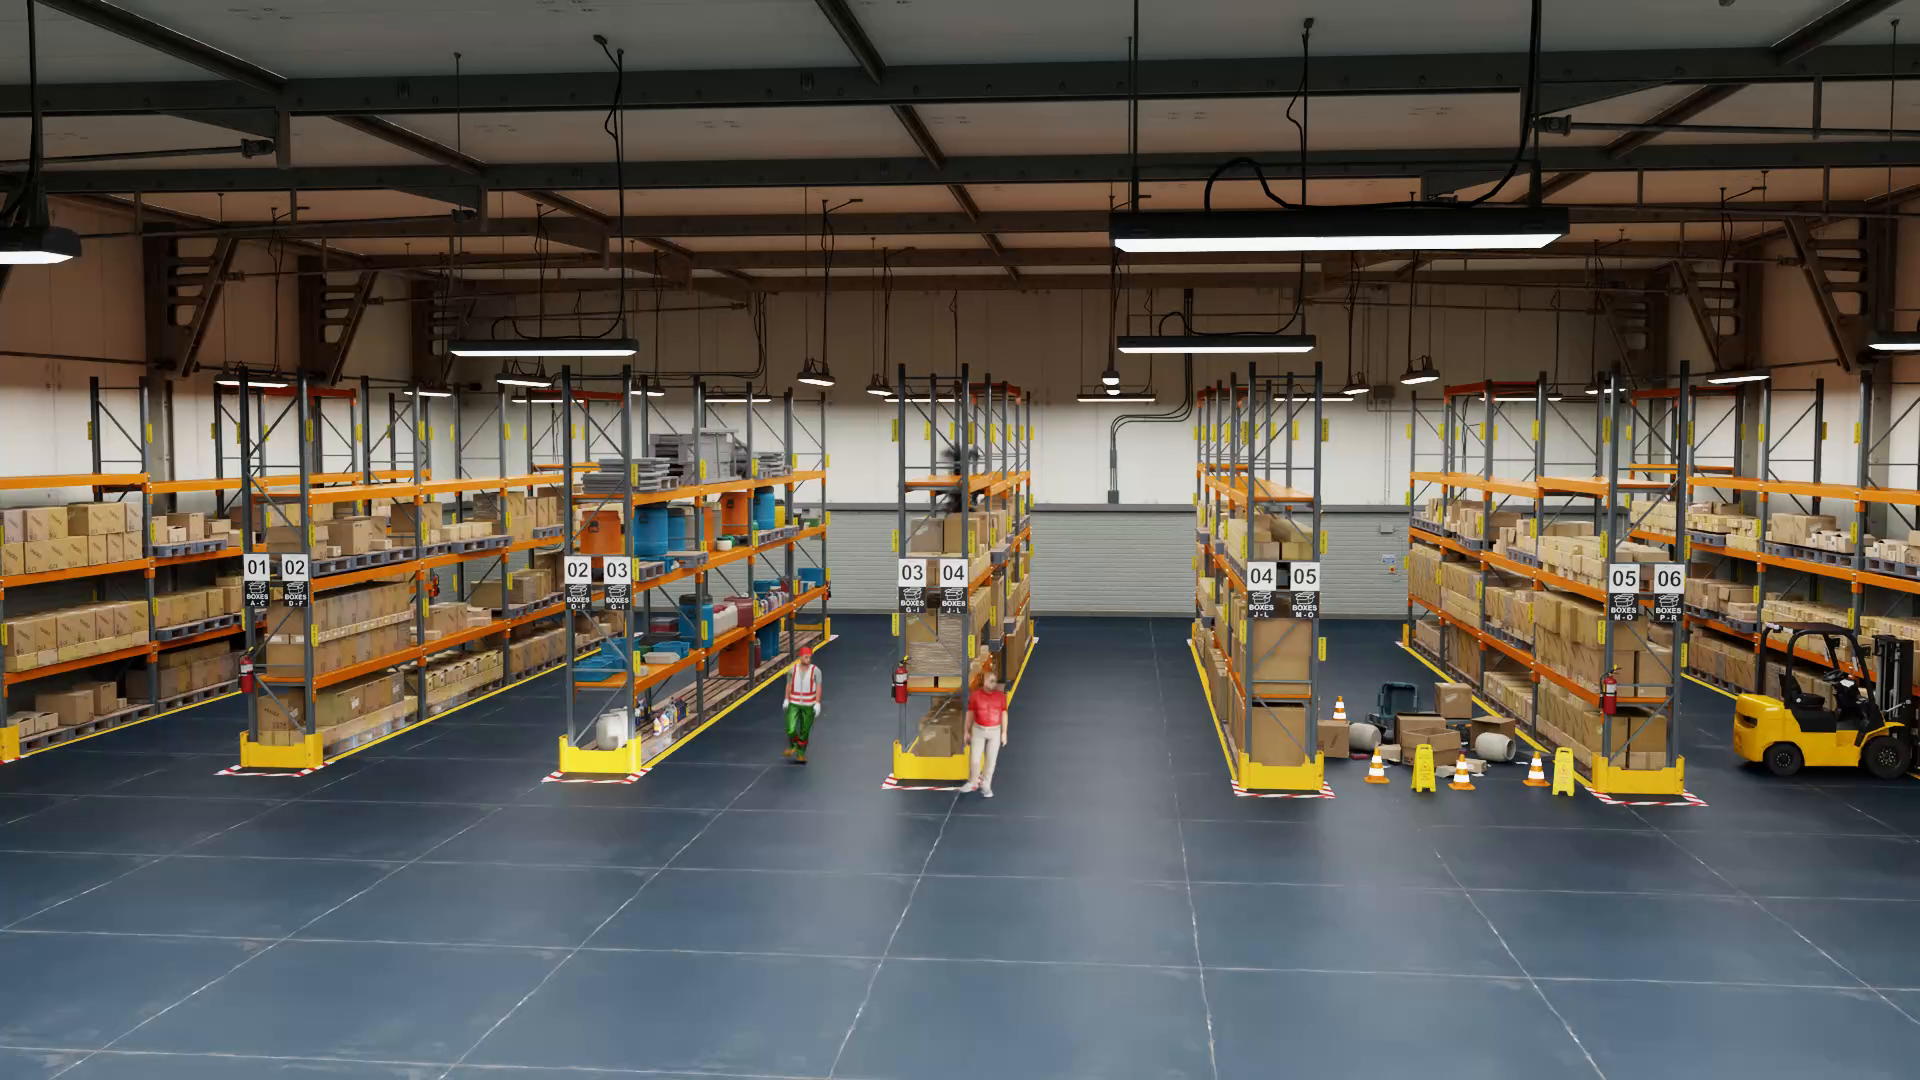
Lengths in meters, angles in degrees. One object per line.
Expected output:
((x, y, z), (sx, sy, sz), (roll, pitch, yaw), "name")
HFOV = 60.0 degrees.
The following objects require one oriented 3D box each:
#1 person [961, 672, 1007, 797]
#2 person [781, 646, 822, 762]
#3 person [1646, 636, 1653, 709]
((0.331, 2.665, 22.867), (0.632, 1.717, 0.470), (-1, 4, -14), "person")
((-2.404, 2.483, 25.172), (0.630, 1.768, 0.468), (0, 4, -1), "person")
((11.933, 2.265, 29.335), (0.624, 1.699, 0.905), (0, 4, 3), "person")
